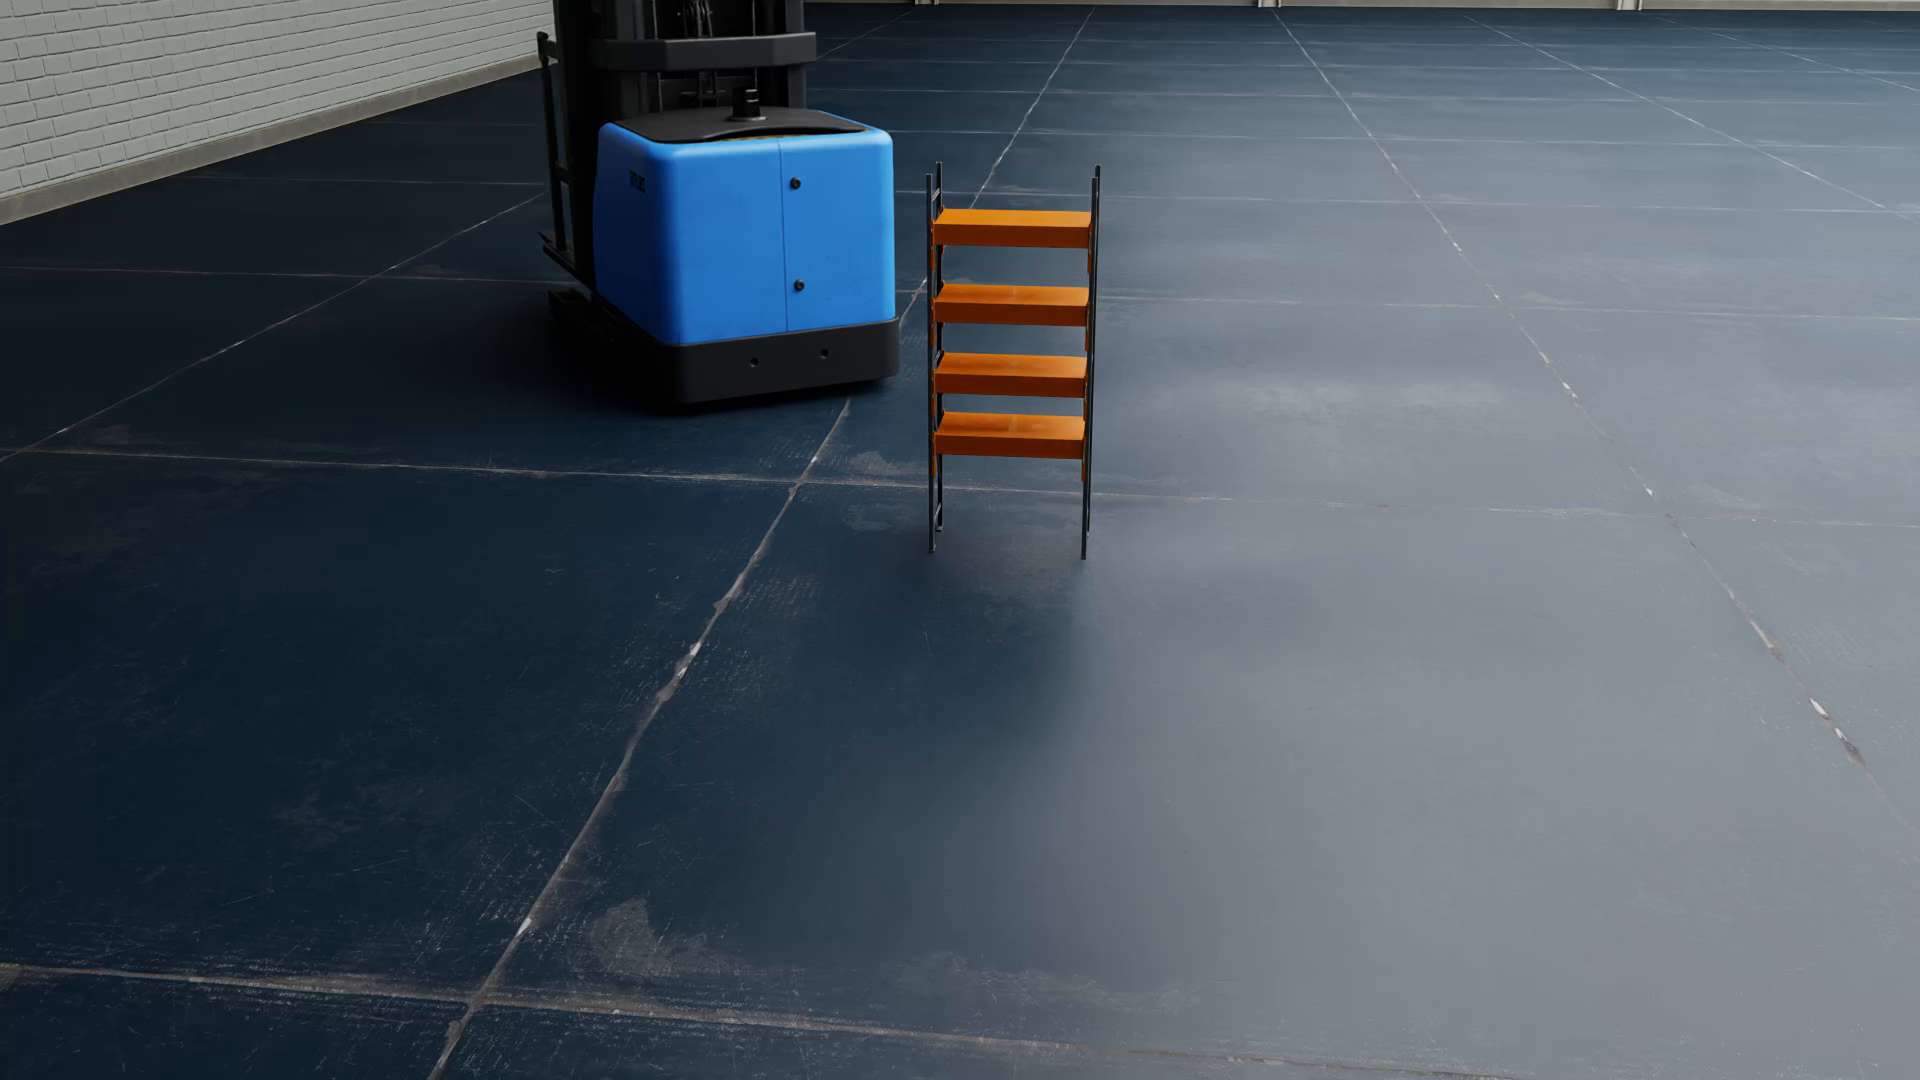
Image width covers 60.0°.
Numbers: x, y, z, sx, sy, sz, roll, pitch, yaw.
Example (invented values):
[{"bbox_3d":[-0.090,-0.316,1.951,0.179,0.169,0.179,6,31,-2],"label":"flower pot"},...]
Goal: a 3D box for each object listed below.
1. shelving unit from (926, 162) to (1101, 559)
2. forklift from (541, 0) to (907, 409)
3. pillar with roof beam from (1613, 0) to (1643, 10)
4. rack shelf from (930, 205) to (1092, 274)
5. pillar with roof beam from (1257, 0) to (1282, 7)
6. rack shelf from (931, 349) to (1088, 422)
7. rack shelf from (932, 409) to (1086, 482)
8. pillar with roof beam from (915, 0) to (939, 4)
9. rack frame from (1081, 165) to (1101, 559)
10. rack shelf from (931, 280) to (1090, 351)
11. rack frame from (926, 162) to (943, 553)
[{"bbox_3d":[0.164,-0.551,5.201,0.503,1.200,0.258,2,22,6],"label":"shelving unit"},{"bbox_3d":[-1.317,-2.384,7.482,1.130,2.935,3.031,-10,24,-24],"label":"forklift"},{"bbox_3d":[10.822,-11.627,22.611,0.400,9.000,9.100,2,22,6],"label":"pillar with roof beam"},{"bbox_3d":[0.164,-0.916,5.057,0.480,0.148,0.258,2,22,6],"label":"rack shelf"},{"bbox_3d":[4.864,-11.887,23.267,0.400,9.000,9.100,2,22,6],"label":"pillar with roof beam"},{"bbox_3d":[0.164,-0.488,5.226,0.480,0.148,0.258,2,22,6],"label":"rack shelf"},{"bbox_3d":[0.164,-0.304,5.299,0.480,0.148,0.258,2,22,6],"label":"rack shelf"},{"bbox_3d":[-1.095,-12.147,23.924,0.400,9.000,9.100,2,22,6],"label":"pillar with roof beam"},{"bbox_3d":[0.407,-0.540,5.174,0.015,1.200,0.240,2,22,6],"label":"rack frame"},{"bbox_3d":[0.164,-0.696,5.144,0.480,0.148,0.258,2,22,6],"label":"rack shelf"},{"bbox_3d":[-0.078,-0.561,5.228,0.015,1.200,0.240,2,22,6],"label":"rack frame"}]
